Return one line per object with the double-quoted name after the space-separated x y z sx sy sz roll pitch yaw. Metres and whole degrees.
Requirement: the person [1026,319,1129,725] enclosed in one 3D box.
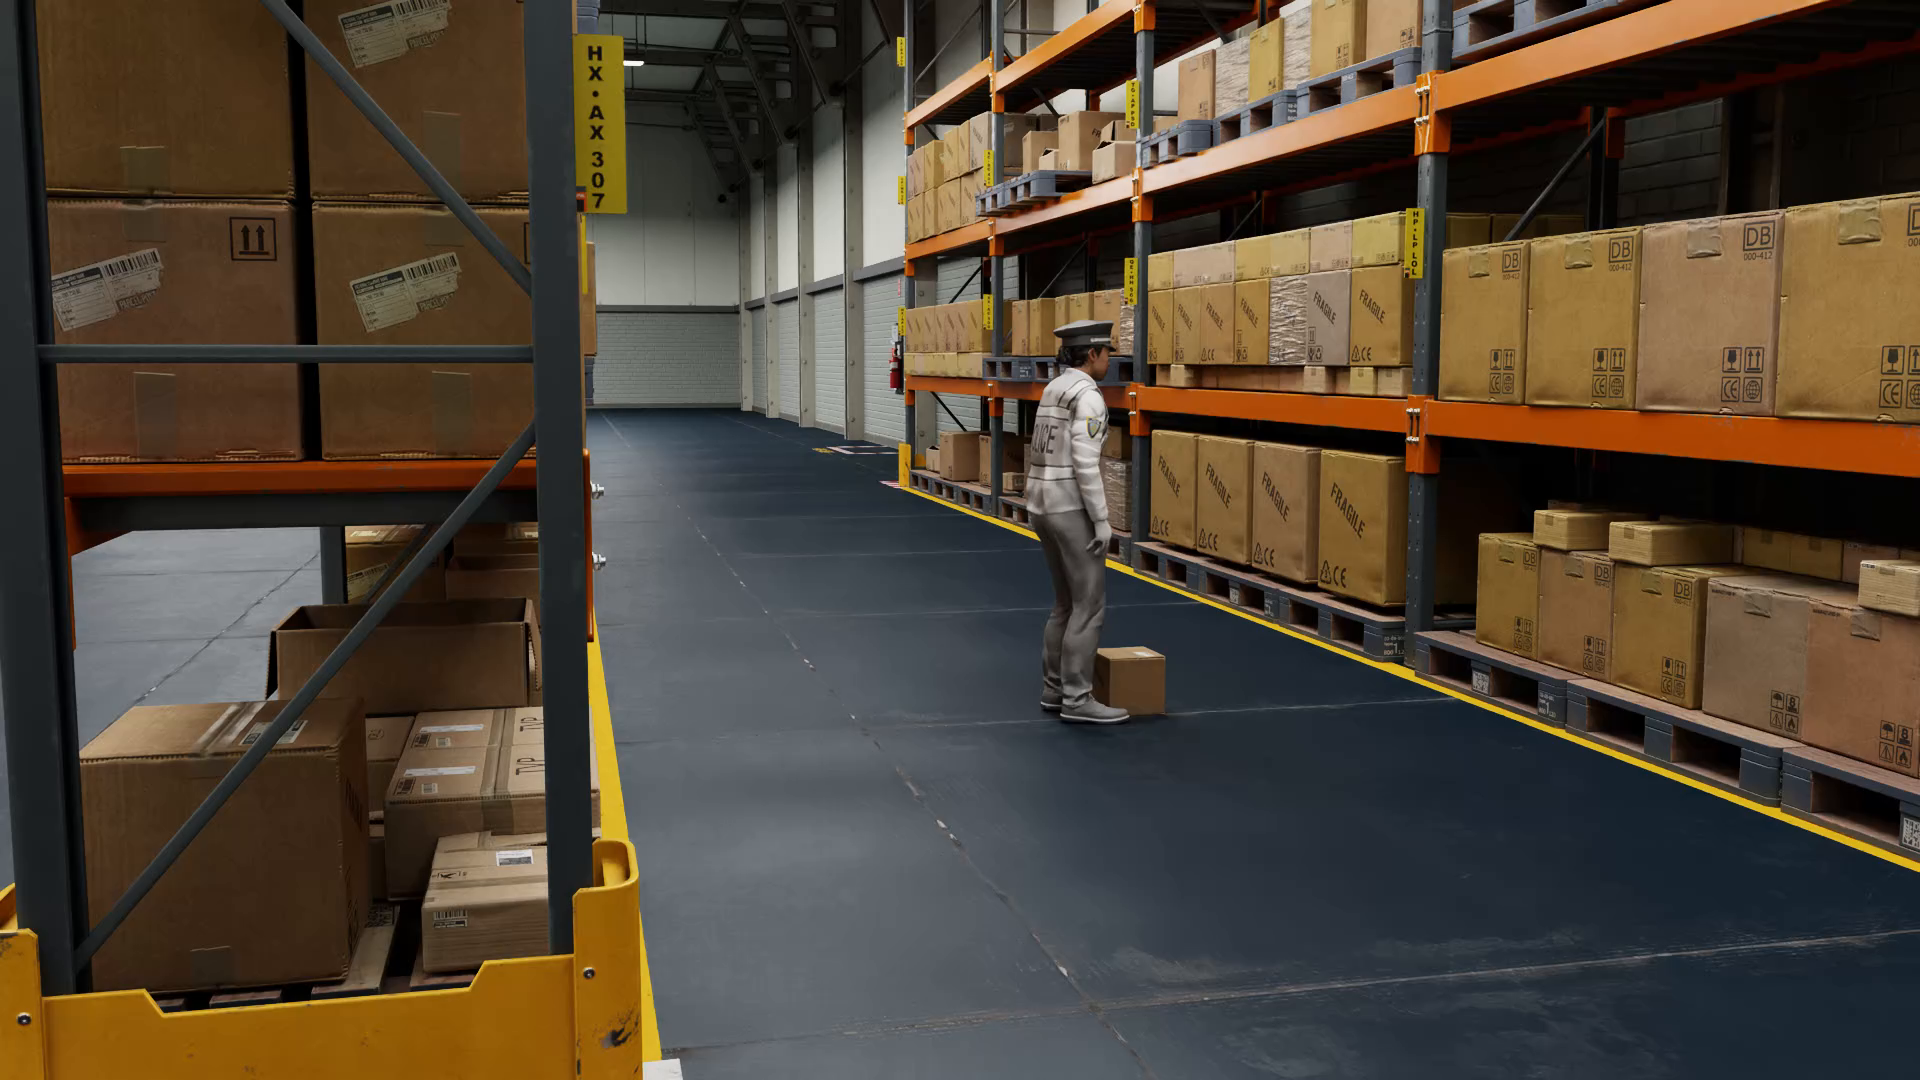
0.481 -0.090 6.989 0.376 1.664 0.546 -2 7 -17 "person"
